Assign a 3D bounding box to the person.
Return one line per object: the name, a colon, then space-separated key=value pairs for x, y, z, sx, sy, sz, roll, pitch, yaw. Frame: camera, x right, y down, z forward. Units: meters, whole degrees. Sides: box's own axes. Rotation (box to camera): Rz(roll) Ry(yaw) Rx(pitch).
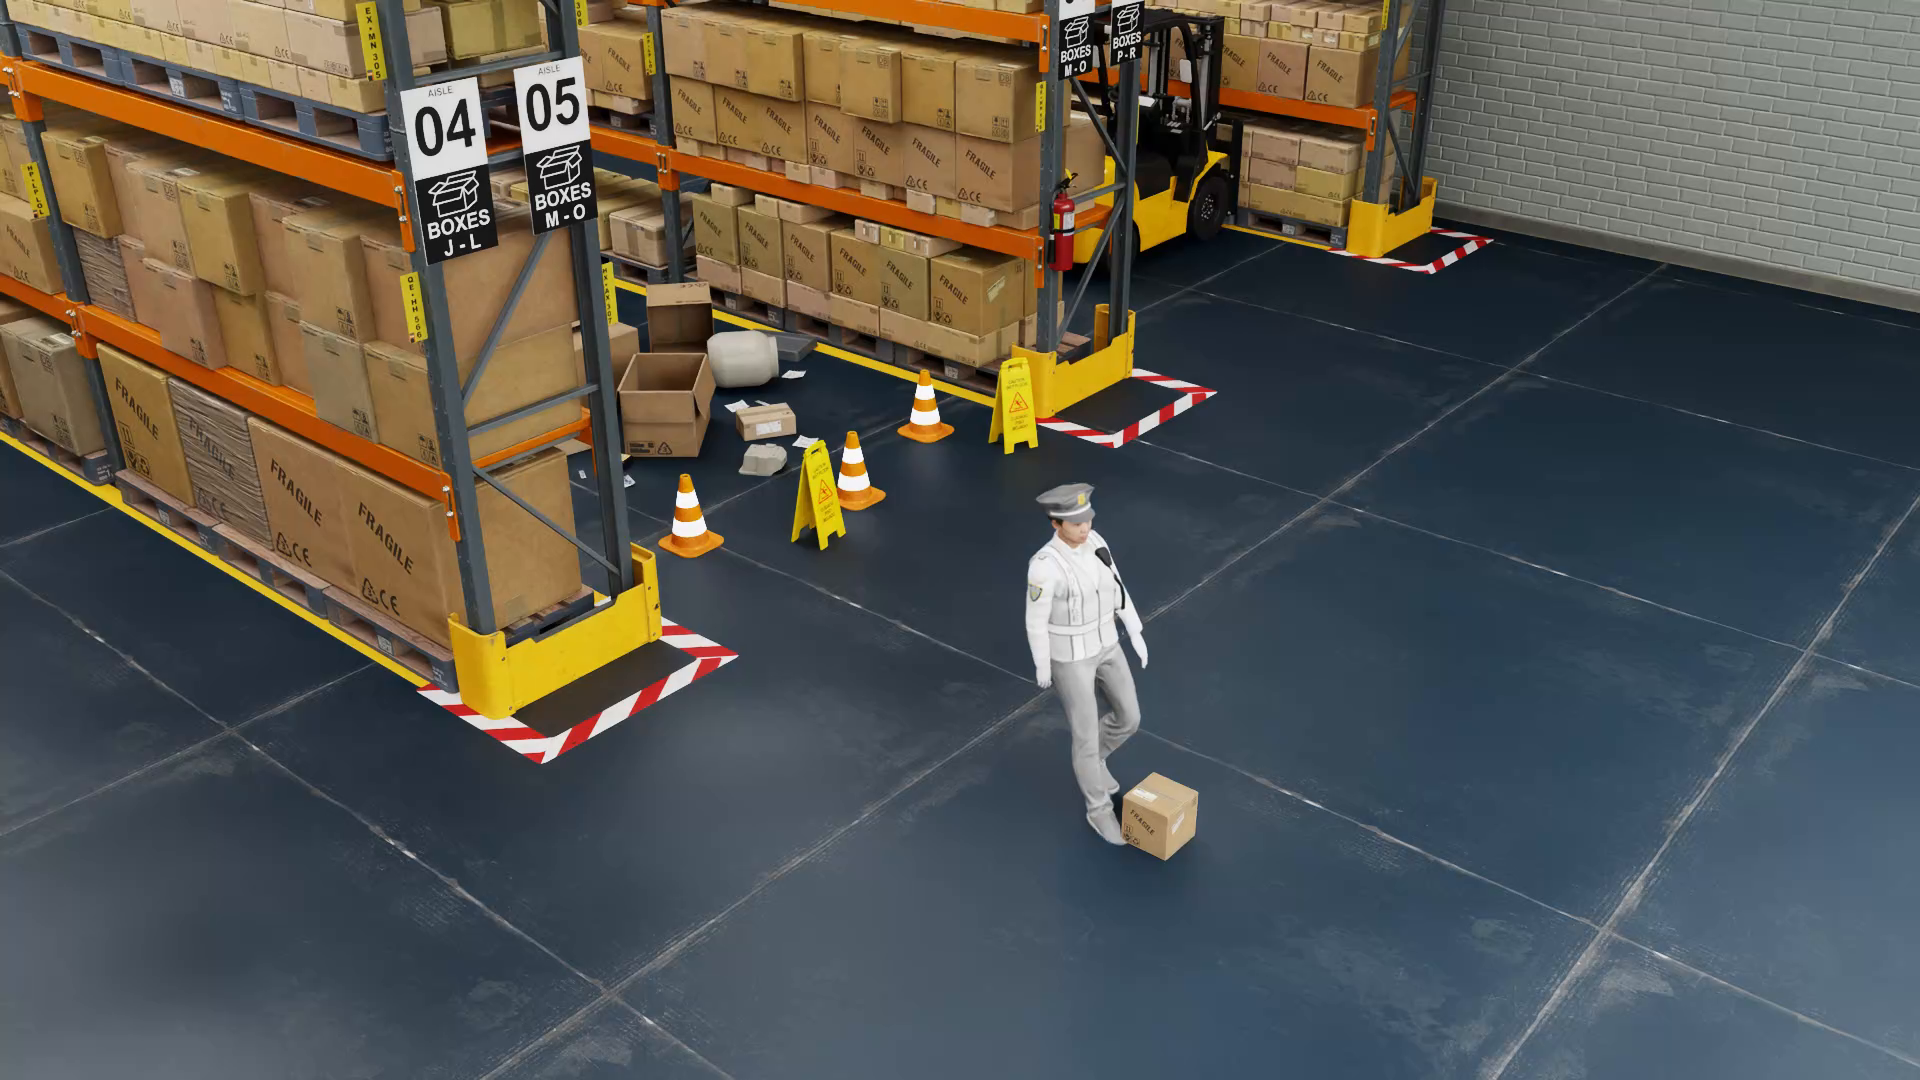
person: x=0.632 y=0.565 z=7.590 sx=0.544 sy=1.717 sz=0.649 roll=-24 pitch=36 yaw=-38
